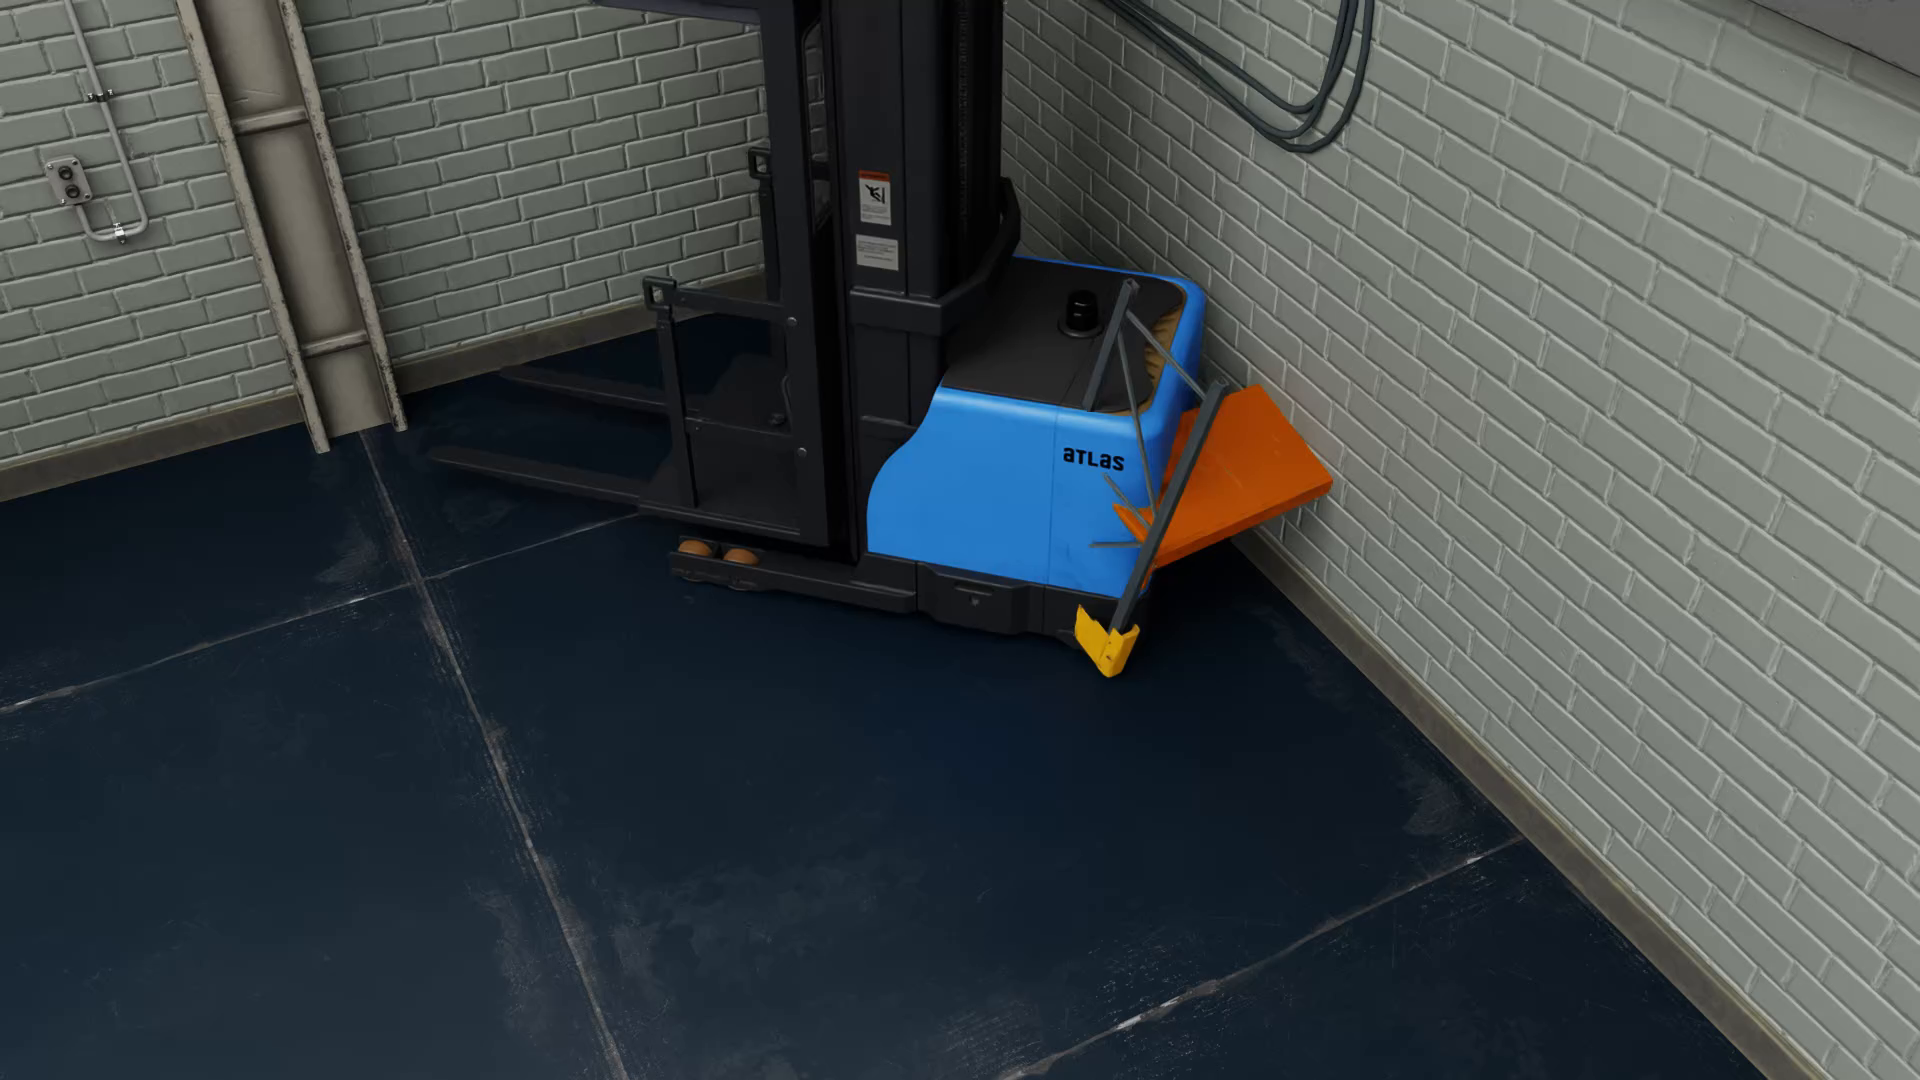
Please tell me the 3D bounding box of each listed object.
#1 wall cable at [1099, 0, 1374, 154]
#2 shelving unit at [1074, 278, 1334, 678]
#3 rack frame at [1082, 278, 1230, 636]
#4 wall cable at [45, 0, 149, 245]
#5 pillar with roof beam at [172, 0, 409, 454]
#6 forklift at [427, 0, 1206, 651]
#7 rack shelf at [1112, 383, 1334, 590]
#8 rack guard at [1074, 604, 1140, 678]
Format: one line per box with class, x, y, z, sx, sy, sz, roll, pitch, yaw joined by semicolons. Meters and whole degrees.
wall cable;0.513;-2.951;5.674;0.112;2.526;3.097;-19;44;-21
shelving unit;0.954;-0.345;5.888;1.083;1.500;0.587;-22;59;-27
rack frame;0.528;-0.172;5.650;0.032;1.500;0.500;-22;59;-27
wall cable;-3.970;-1.675;5.620;1.851;1.984;0.084;-19;44;-21
pillar with roof beam;-0.685;-1.487;1.542;0.400;9.000;9.100;-19;44;-21
forklift;-0.640;-1.236;5.942;3.031;2.935;1.130;10;41;12
rack shelf;0.915;-0.230;6.021;1.000;0.185;0.538;-22;59;-27
rack guard;0.434;0.210;6.136;0.087;0.250;0.587;-22;59;-27
